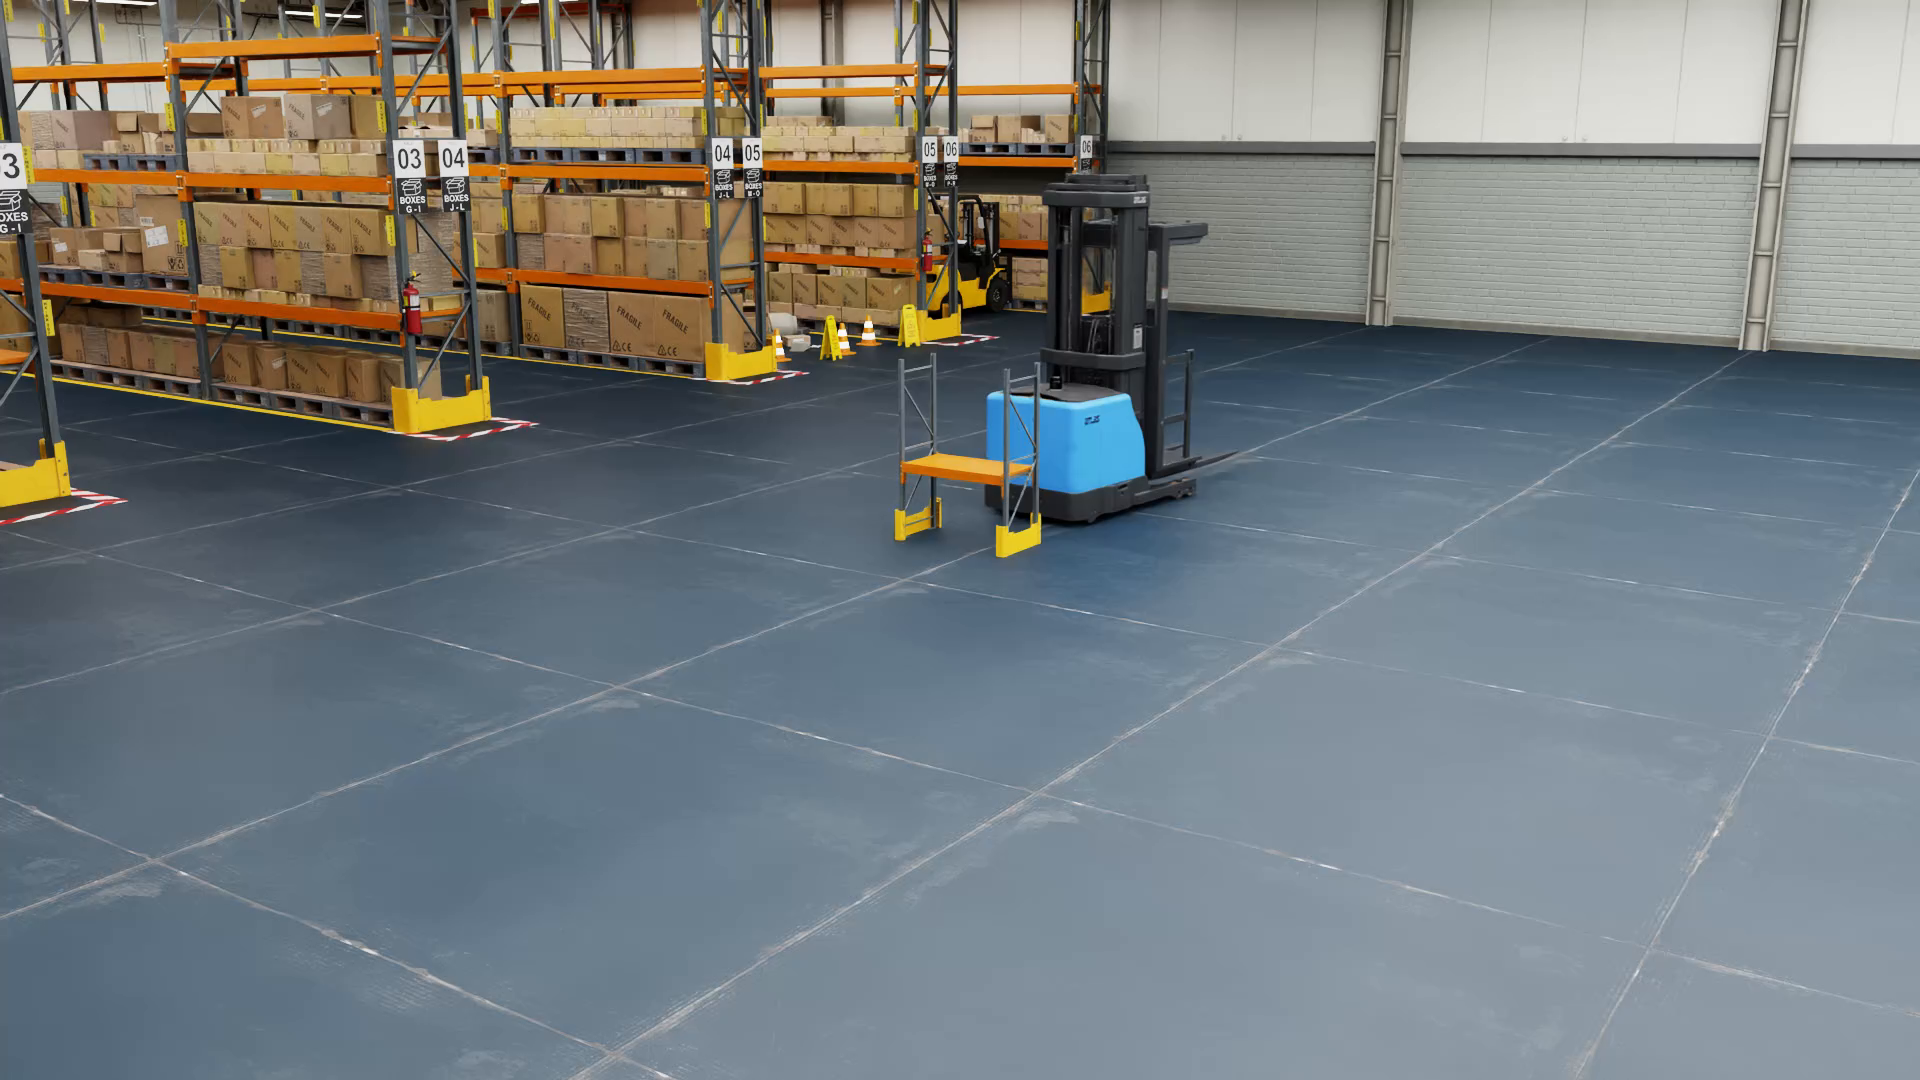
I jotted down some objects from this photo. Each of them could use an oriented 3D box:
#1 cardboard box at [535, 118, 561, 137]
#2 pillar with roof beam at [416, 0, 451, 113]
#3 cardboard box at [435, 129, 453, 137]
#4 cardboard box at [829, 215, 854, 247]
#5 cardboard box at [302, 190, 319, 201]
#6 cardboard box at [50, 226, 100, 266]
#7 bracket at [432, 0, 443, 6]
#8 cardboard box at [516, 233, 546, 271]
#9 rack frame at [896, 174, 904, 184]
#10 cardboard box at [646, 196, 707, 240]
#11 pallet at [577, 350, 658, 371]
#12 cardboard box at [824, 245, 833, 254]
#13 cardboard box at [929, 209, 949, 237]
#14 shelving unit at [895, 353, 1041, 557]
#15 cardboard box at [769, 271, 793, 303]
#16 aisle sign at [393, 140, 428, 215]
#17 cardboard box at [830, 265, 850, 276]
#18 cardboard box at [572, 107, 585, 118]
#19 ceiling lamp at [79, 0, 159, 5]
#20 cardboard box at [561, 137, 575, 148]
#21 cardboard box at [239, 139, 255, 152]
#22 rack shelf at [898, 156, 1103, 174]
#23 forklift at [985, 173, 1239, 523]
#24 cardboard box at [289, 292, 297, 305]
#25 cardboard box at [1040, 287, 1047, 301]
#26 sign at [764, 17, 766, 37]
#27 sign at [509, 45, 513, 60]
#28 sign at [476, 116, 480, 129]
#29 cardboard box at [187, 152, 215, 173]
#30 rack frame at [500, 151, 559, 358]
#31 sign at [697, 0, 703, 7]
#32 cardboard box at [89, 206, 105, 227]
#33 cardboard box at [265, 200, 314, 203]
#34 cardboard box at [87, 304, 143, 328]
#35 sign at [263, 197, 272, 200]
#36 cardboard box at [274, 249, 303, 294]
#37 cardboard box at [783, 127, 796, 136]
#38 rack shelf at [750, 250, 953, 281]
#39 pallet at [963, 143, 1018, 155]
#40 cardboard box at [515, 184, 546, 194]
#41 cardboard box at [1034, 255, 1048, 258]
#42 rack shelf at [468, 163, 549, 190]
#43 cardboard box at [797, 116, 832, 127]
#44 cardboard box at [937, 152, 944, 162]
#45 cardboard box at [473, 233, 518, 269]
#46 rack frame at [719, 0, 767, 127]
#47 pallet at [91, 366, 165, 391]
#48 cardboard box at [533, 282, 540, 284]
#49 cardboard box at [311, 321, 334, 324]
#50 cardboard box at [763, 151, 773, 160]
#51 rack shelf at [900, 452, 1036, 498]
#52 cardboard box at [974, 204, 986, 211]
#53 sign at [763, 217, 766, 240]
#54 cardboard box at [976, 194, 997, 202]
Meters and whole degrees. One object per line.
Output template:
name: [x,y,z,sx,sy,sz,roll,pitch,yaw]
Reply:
cardboard box: [-5.693,-5.877,23.692,0.500,0.250,0.500,9,17,32]
pillar with roof beam: [-15.010,-10.481,37.437,0.548,9.000,9.100,9,17,33]
cardboard box: [-7.509,-6.044,24.982,0.500,0.250,0.500,9,17,32]
cardboard box: [-1.794,-5.097,27.343,0.500,0.500,0.500,9,17,33]
cardboard box: [-13.401,-7.309,34.817,0.500,0.500,0.500,9,16,32]
cardboard box: [-12.063,-4.035,22.799,0.500,0.500,0.500,7,15,26]
bracket: [-12.461,-12.960,39.961,0.430,0.232,0.235,9,17,33]
cardboard box: [-6.049,-4.312,24.687,0.550,0.550,0.875,9,17,33]
rack frame: [-0.916,-6.277,32.937,0.127,3.000,1.000,9,17,33]
cardboard box: [-3.837,-4.460,23.037,0.550,0.550,0.875,9,17,33]
pallet: [-4.758,-2.652,24.095,1.213,0.211,1.003,9,17,33]
cardboard box: [-2.051,-4.845,27.675,0.250,0.149,0.380,9,17,33]
cardboard box: [-0.252,-6.147,32.206,0.500,0.500,0.500,10,17,34]
shelving unit: [0.063,-0.718,13.602,1.083,1.500,0.587,9,17,33]
cardboard box: [-2.893,-4.317,28.309,0.500,0.500,0.500,10,17,35]
aisle sign: [-6.011,-3.968,18.201,0.004,0.787,0.394,9,17,33]
cardboard box: [-1.941,-4.460,27.534,0.250,0.149,0.380,10,17,35]
cardboard box: [-5.193,-5.973,23.247,0.250,0.149,0.380,9,17,33]
ceiling lamp: [-17.221,-12.518,33.517,0.800,3.185,2.000,9,17,33]
cardboard box: [-5.404,-5.620,23.482,0.250,0.149,0.380,9,16,32]
cardboard box: [-8.244,-4.642,19.574,0.250,0.149,0.380,9,16,32]
rack shelf: [0.744,-7.116,31.580,4.000,0.370,1.077,9,17,33]
forklift: [1.546,-1.863,15.249,1.130,2.935,3.031,11,18,38]
cardboard box: [-7.719,-2.877,19.726,0.250,0.149,0.380,9,17,33]
cardboard box: [1.837,-4.610,31.050,0.500,0.250,0.500,9,17,33]
sign: [-3.365,-8.796,28.522,0.005,0.325,0.100,9,17,33]
sign: [-10.547,-11.437,39.022,0.005,0.325,0.100,9,17,33]
sign: [-11.176,-9.658,38.536,0.005,0.325,0.100,9,17,33]
cardboard box: [-8.983,-4.583,20.163,0.500,0.250,0.500,8,16,31]
rack frame: [-6.362,-4.286,24.895,0.127,3.000,1.000,9,17,33]
sign: [-3.357,-7.047,21.456,0.005,0.325,0.100,9,17,33]
cardboard box: [-15.643,-5.906,30.613,0.500,0.500,0.500,9,17,33]
cardboard box: [-8.271,-3.917,20.495,0.500,0.500,0.500,9,17,33]
cardboard box: [-11.515,-3.058,22.661,0.500,0.250,0.500,12,18,39]
sign: [-16.935,-8.127,40.609,0.001,0.494,0.329,9,17,33]
cardboard box: [-7.617,-3.235,19.821,0.500,0.500,0.875,9,17,33]
cardboard box: [-2.721,-6.771,27.552,0.250,0.149,0.380,9,16,31]
rack shelf: [-2.024,-4.669,27.940,4.000,0.370,1.077,9,17,33]
pallet: [0.814,-7.417,31.485,1.213,0.211,1.003,9,17,33]
cardboard box: [-8.008,-6.441,31.313,0.500,0.500,0.500,10,17,34]
cardboard box: [1.693,-5.263,31.611,0.500,0.250,0.500,9,17,33]
rack shelf: [-8.021,-5.661,25.705,4.000,0.370,1.077,9,17,33]
cardboard box: [-2.925,-8.288,33.529,0.500,0.500,0.500,10,17,34]
cardboard box: [-0.458,-6.194,26.881,0.250,0.149,0.380,9,17,33]
cardboard box: [-6.944,-4.351,24.951,0.500,0.500,0.500,9,17,32]
rack frame: [-3.683,-8.199,28.216,0.127,3.000,1.000,9,17,33]
pallet: [-10.877,-2.225,22.371,1.213,0.211,1.003,9,17,33]
cardboard box: [-7.529,-5.105,31.750,0.875,0.875,0.875,9,17,32]
cardboard box: [-10.373,-3.849,27.458,0.500,0.500,0.500,9,17,33]
cardboard box: [-3.108,-6.473,28.008,0.250,0.149,0.380,9,17,33]
rack shelf: [0.071,-0.542,13.640,1.000,0.185,0.538,9,17,33]
cardboard box: [0.474,-6.334,31.609,0.250,0.149,0.380,9,16,32]
sign: [-2.728,-4.318,23.059,0.005,0.325,0.100,9,17,33]
cardboard box: [0.513,-6.496,31.645,0.250,0.149,0.380,9,17,33]
